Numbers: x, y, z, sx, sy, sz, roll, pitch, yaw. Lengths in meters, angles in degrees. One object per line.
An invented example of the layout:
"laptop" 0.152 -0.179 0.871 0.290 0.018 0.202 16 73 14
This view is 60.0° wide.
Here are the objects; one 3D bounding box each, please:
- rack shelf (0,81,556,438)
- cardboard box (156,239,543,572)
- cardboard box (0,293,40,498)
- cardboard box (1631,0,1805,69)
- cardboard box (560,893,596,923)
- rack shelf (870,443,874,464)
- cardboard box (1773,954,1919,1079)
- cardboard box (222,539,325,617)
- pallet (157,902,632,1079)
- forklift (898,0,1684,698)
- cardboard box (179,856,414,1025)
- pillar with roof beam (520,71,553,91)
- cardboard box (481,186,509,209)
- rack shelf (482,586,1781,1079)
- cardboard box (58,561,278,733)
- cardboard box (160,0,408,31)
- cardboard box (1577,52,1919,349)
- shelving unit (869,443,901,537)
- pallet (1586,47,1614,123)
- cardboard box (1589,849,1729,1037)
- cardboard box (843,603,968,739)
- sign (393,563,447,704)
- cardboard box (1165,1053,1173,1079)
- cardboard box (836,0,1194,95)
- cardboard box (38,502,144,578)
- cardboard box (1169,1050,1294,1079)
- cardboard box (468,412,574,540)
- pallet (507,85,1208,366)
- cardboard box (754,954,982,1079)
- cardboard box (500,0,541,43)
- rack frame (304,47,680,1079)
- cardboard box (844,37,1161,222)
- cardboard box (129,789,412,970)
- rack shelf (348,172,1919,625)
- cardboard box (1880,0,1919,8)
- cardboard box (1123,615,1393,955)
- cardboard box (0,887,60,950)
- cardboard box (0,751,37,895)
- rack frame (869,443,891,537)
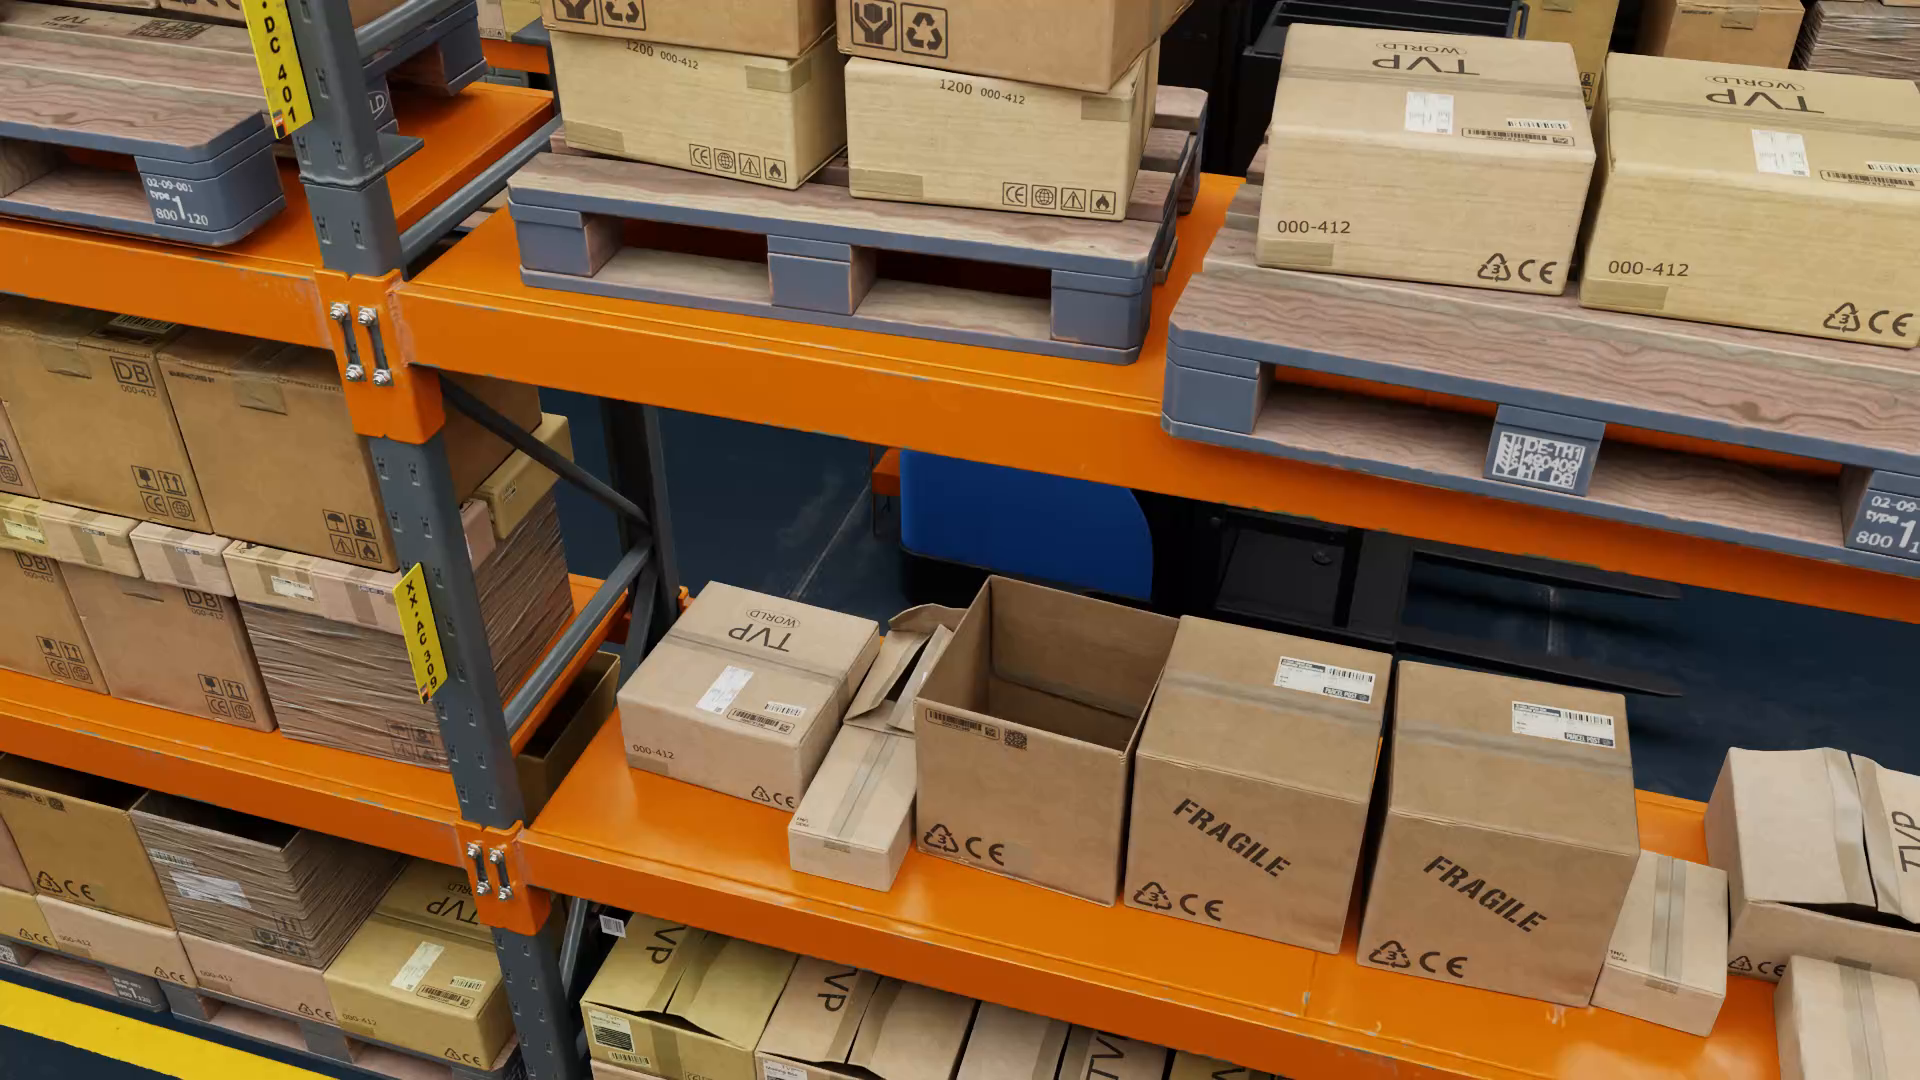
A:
"rack shelf" -2.925 -0.998 4.152 4.000 0.370 1.077 10 38 14
"cardboard box" -1.441 -0.364 4.035 0.500 0.500 0.700 11 38 14
"cardboard box" -2.402 -0.541 4.276 0.500 0.500 0.700 10 38 14
"cardboard box" 3.283 -2.201 7.254 0.500 0.500 0.700 7 37 10
"cardboard box" -1.368 0.959 5.383 0.500 0.250 0.500 10 38 14
"rack shelf" -0.230 -0.460 7.008 0.240 0.259 0.215 11 38 15
"cardboard box" 1.861 1.079 3.465 0.250 0.149 0.380 10 38 14
"cardboard box" -1.575 0.001 4.087 0.250 0.149 0.380 10 37 13
"pallet" -1.762 1.232 5.397 1.213 0.211 1.003 10 38 14
"forklift" 1.324 -0.901 6.001 3.031 2.935 1.130 11 38 15
"cardboard box" -1.998 1.160 5.109 0.500 0.250 0.500 10 38 14
"pillar with roof beam" -3.718 -3.583 4.526 0.400 9.000 9.100 10 38 14
"cardboard box" -2.727 -2.158 9.548 0.500 0.311 0.500 6 37 9
"rack shelf" 0.893 0.917 4.080 4.000 0.370 1.077 10 38 14
"cardboard box" -1.947 0.069 4.541 0.500 0.500 0.700 10 38 13
"cardboard box" -1.418 -1.438 3.586 0.500 0.500 0.500 14 38 18
"cardboard box" 1.304 -0.574 2.742 0.500 0.250 0.500 10 37 13
"shelving unit" -0.230 -0.469 7.002 0.252 1.050 0.215 11 38 15
"pallet" 2.374 -2.072 7.697 1.213 0.211 1.003 10 38 14
"cardboard box" 1.568 0.888 3.724 0.250 0.149 0.380 13 38 17
"cardboard box" -0.122 0.379 4.317 0.258 0.266 0.396 10 37 13
"sign" -1.180 0.208 3.640 0.005 0.325 0.100 10 38 14
"cardboard box" 0.278 1.605 4.505 0.500 0.250 0.500 9 37 12
"cardboard box" 0.112 -1.126 2.859 0.500 0.500 0.500 14 39 18
"cardboard box" -2.076 -0.090 4.210 0.250 0.149 0.380 10 38 14
"cardboard box" 0.772 1.471 4.213 0.500 0.311 0.500 12 38 15
"cardboard box" -1.215 -0.185 4.339 0.250 0.149 0.380 10 38 14
"pallet" -0.170 -0.709 3.313 1.217 0.209 0.805 9 37 12
"cardboard box" -0.219 1.292 4.457 0.500 0.311 0.500 10 38 13
"cardboard box" -2.005 -2.741 8.554 0.500 0.250 0.500 10 38 13
"rack frame" -1.016 0.274 4.348 0.127 3.000 1.000 10 38 14
"cardboard box" 0.095 -0.833 3.093 0.500 0.250 0.500 7 37 9
"cardboard box" -1.997 0.857 4.888 0.500 0.500 0.500 10 38 14
"rack shelf" 0.893 -0.291 3.191 4.000 0.370 1.077 10 38 14
"cardboard box" 3.937 -2.345 6.903 0.250 0.149 0.380 6 37 8
"cardboard box" 0.693 0.560 3.874 0.500 0.500 0.500 11 38 14
"cardboard box" -2.957 0.992 5.337 0.500 0.250 0.500 10 38 14
"cardboard box" -2.957 0.690 5.114 0.500 0.500 0.500 10 38 14
"rack frame" -0.345 -0.492 7.033 0.008 1.050 0.200 11 38 15
